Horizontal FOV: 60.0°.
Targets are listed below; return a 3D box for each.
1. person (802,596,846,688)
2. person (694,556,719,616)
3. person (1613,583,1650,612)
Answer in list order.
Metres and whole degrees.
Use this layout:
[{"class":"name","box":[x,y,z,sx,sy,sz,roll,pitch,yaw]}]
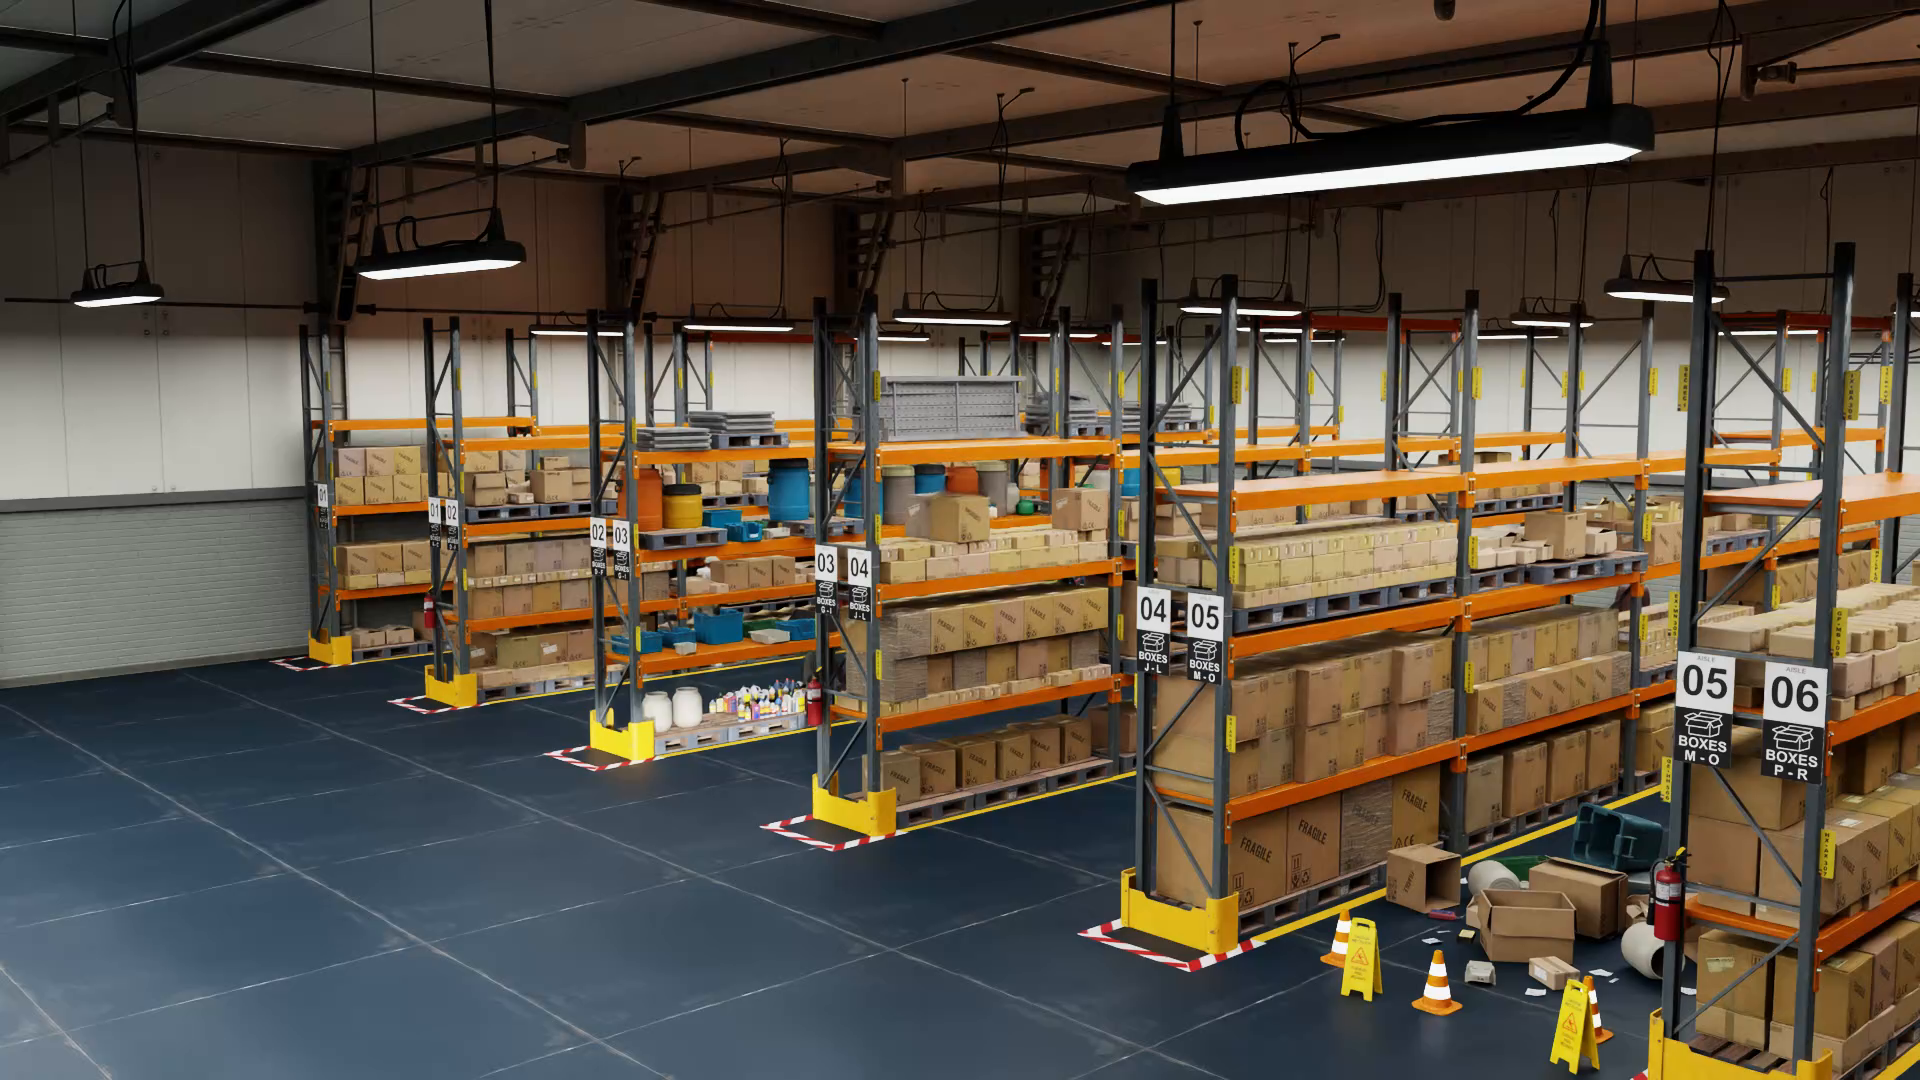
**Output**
[{"class":"person","box":[-2.241,1.657,26.710,1.021,1.593,0.541,-6,8,-44]},{"class":"person","box":[-4.864,1.148,31.158,0.711,1.758,0.587,-5,8,-40]},{"class":"person","box":[11.504,1.400,28.516,0.628,1.779,0.554,1,6,13]}]
